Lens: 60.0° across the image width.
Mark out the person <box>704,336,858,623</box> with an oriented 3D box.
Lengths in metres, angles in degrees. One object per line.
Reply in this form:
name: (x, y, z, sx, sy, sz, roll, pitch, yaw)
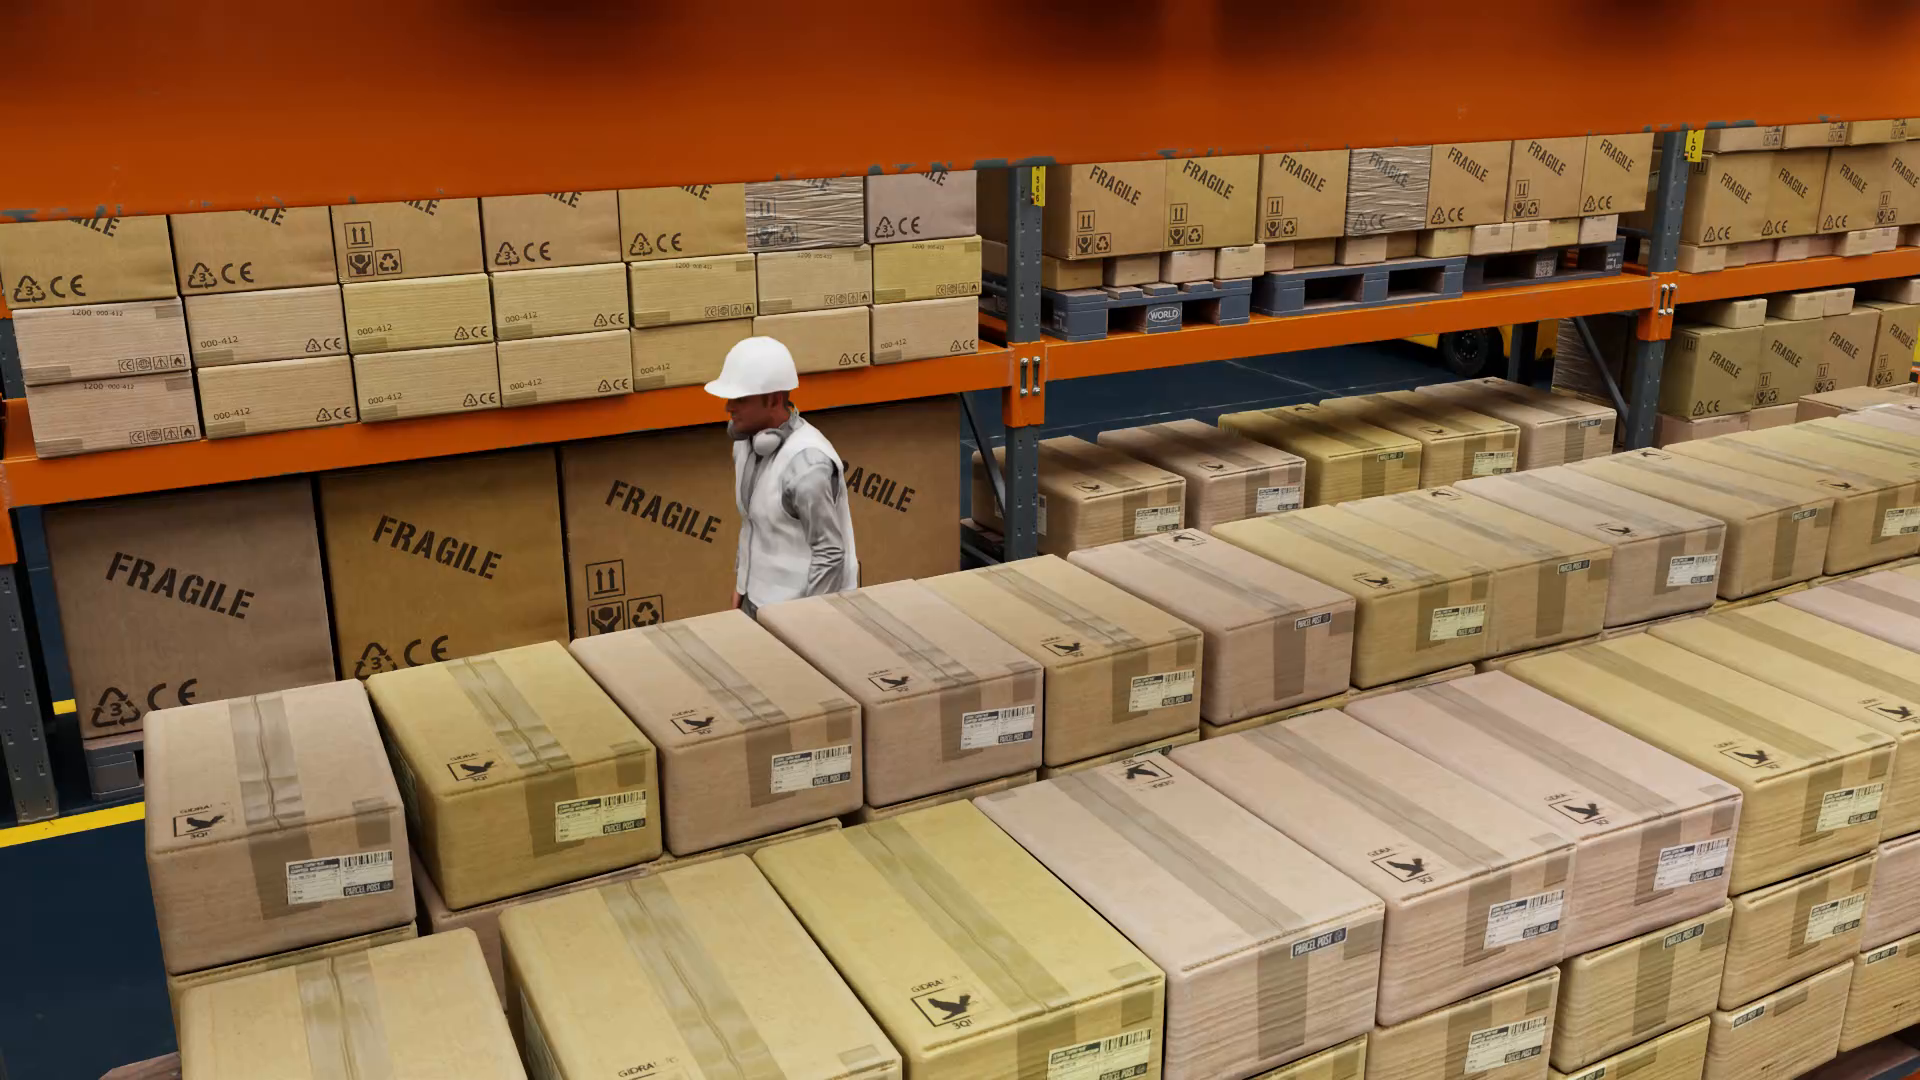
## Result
person: (-0.578, 0.207, 5.395, 0.466, 1.770, 0.567, -11, 21, -29)
